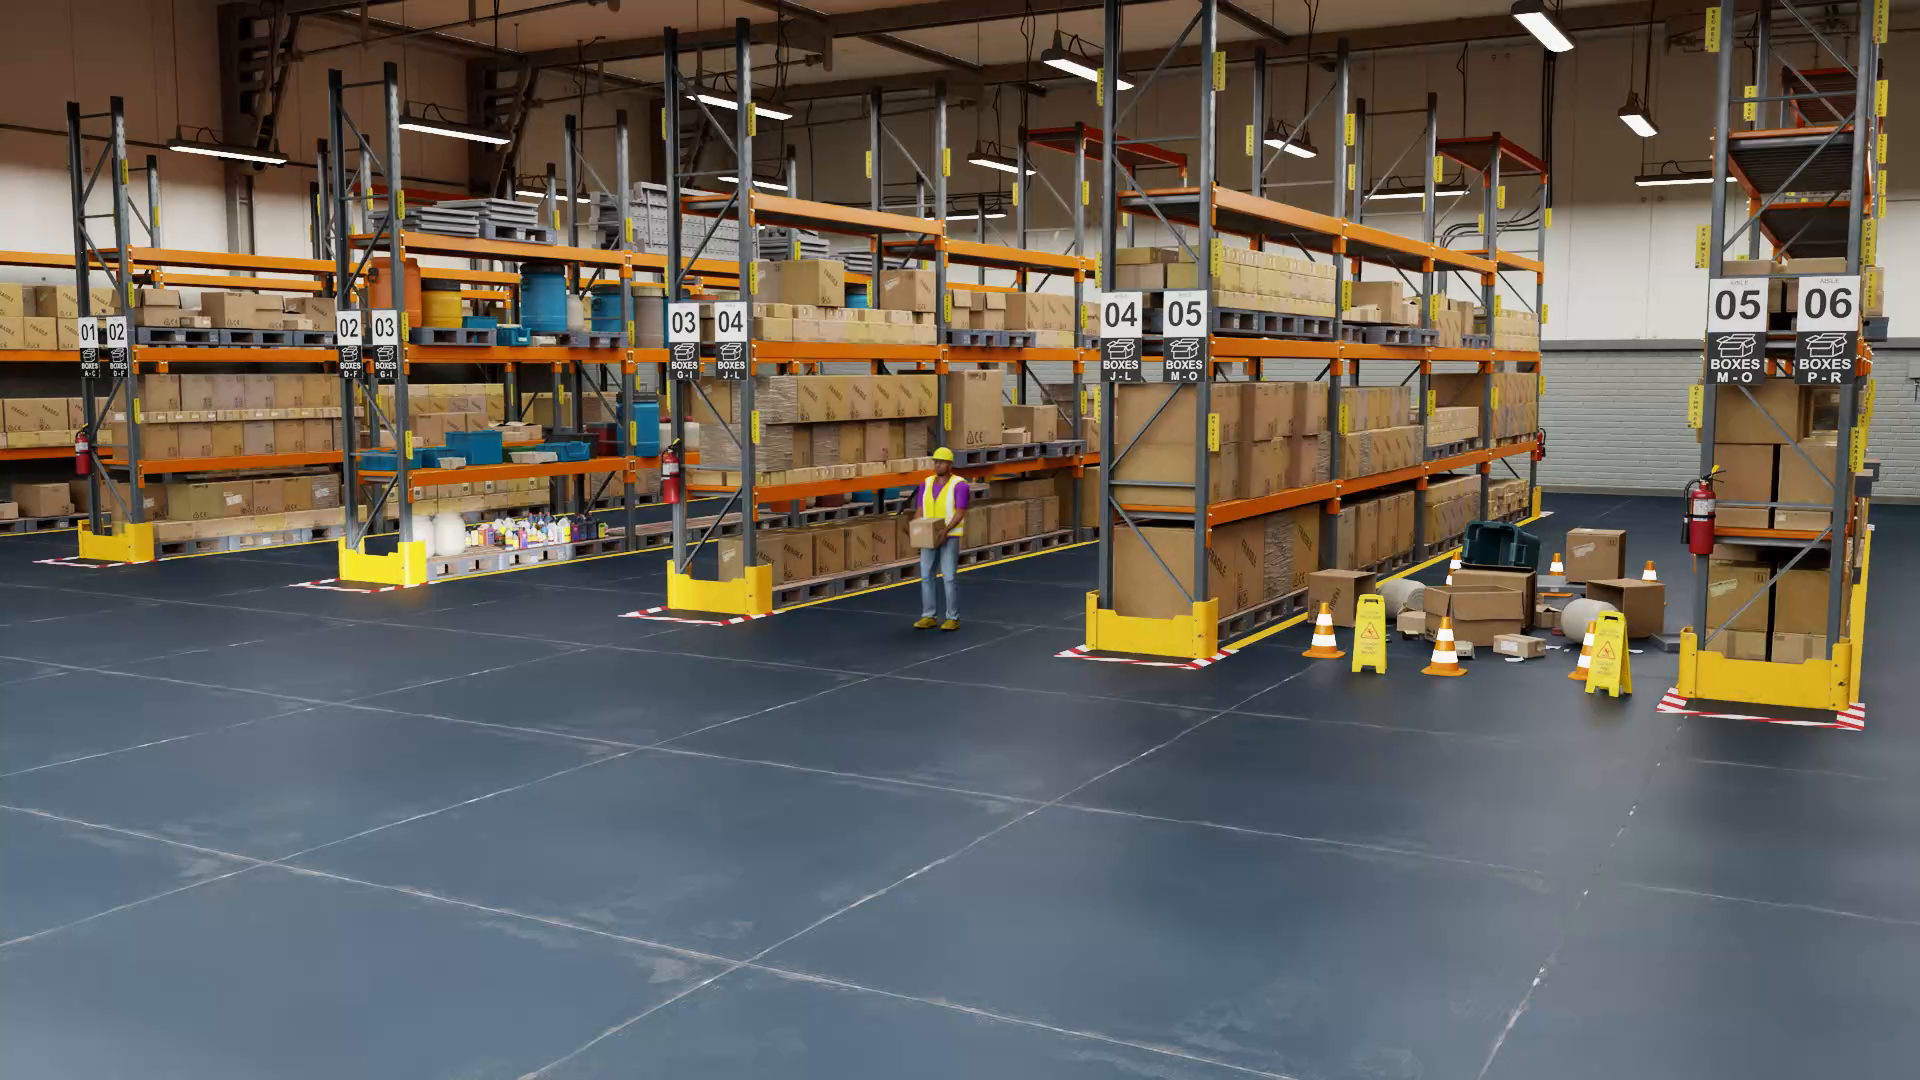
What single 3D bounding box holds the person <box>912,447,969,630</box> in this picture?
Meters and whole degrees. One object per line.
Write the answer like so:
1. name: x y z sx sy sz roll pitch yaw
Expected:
1. person: -0.206 -0.013 16.146 0.562 1.768 0.509 3 7 28
